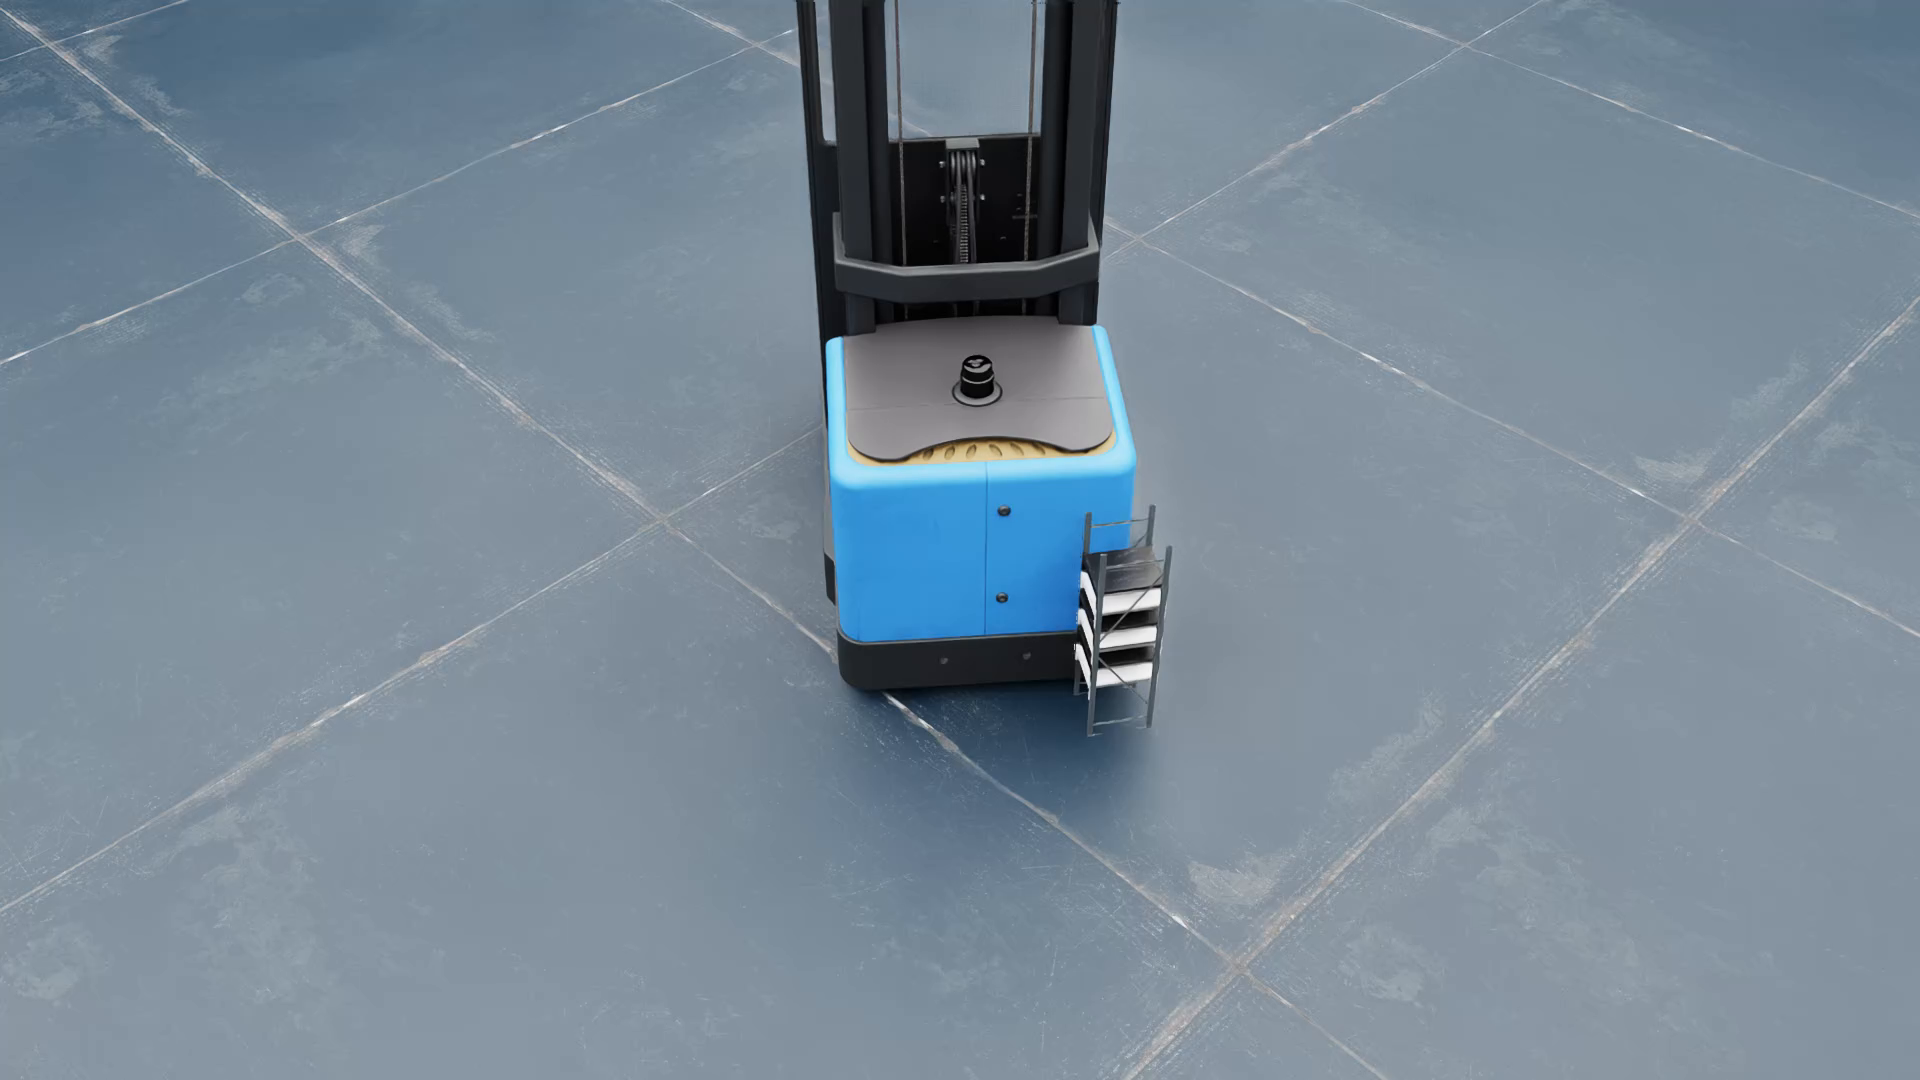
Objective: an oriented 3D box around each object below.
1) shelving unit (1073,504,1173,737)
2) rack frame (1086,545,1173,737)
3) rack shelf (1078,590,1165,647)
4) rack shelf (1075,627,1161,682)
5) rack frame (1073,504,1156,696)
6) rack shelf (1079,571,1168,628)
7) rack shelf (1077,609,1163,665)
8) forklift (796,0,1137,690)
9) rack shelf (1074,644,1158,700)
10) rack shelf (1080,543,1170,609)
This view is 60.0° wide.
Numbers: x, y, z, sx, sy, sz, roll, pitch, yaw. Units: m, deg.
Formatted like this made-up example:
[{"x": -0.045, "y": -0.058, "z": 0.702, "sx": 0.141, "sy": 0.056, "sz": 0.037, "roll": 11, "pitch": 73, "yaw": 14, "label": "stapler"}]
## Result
[{"x": 0.554, "y": 0.295, "z": 5.768, "sx": 0.258, "sy": 0.900, "sz": 0.210, "roll": -7, "pitch": 43, "yaw": -8, "label": "shelving unit"}, {"x": 0.573, "y": 0.363, "z": 5.694, "sx": 0.240, "sy": 0.900, "sz": 0.006, "roll": -7, "pitch": 43, "yaw": -8, "label": "rack frame"}, {"x": 0.554, "y": 0.253, "z": 5.729, "sx": 0.258, "sy": 0.077, "sz": 0.200, "roll": -7, "pitch": 43, "yaw": -8, "label": "rack shelf"}, {"x": 0.554, "y": 0.385, "z": 5.852, "sx": 0.258, "sy": 0.077, "sz": 0.200, "roll": -7, "pitch": 43, "yaw": -8, "label": "rack shelf"}, {"x": 0.536, "y": 0.227, "z": 5.841, "sx": 0.240, "sy": 0.900, "sz": 0.006, "roll": -7, "pitch": 43, "yaw": -8, "label": "rack frame"}, {"x": 0.554, "y": 0.187, "z": 5.668, "sx": 0.258, "sy": 0.077, "sz": 0.200, "roll": -7, "pitch": 43, "yaw": -8, "label": "rack shelf"}, {"x": 0.554, "y": 0.319, "z": 5.790, "sx": 0.258, "sy": 0.077, "sz": 0.200, "roll": -7, "pitch": 43, "yaw": -8, "label": "rack shelf"}, {"x": -0.029, "y": -1.524, "z": 6.240, "sx": 1.130, "sy": 2.935, "sz": 3.031, "roll": -3, "pitch": 43, "yaw": -3, "label": "forklift"}, {"x": 0.554, "y": 0.451, "z": 5.913, "sx": 0.258, "sy": 0.077, "sz": 0.200, "roll": -7, "pitch": 43, "yaw": -8, "label": "rack shelf"}, {"x": 0.554, "y": 0.121, "z": 5.607, "sx": 0.258, "sy": 0.077, "sz": 0.200, "roll": -7, "pitch": 43, "yaw": -8, "label": "rack shelf"}]
